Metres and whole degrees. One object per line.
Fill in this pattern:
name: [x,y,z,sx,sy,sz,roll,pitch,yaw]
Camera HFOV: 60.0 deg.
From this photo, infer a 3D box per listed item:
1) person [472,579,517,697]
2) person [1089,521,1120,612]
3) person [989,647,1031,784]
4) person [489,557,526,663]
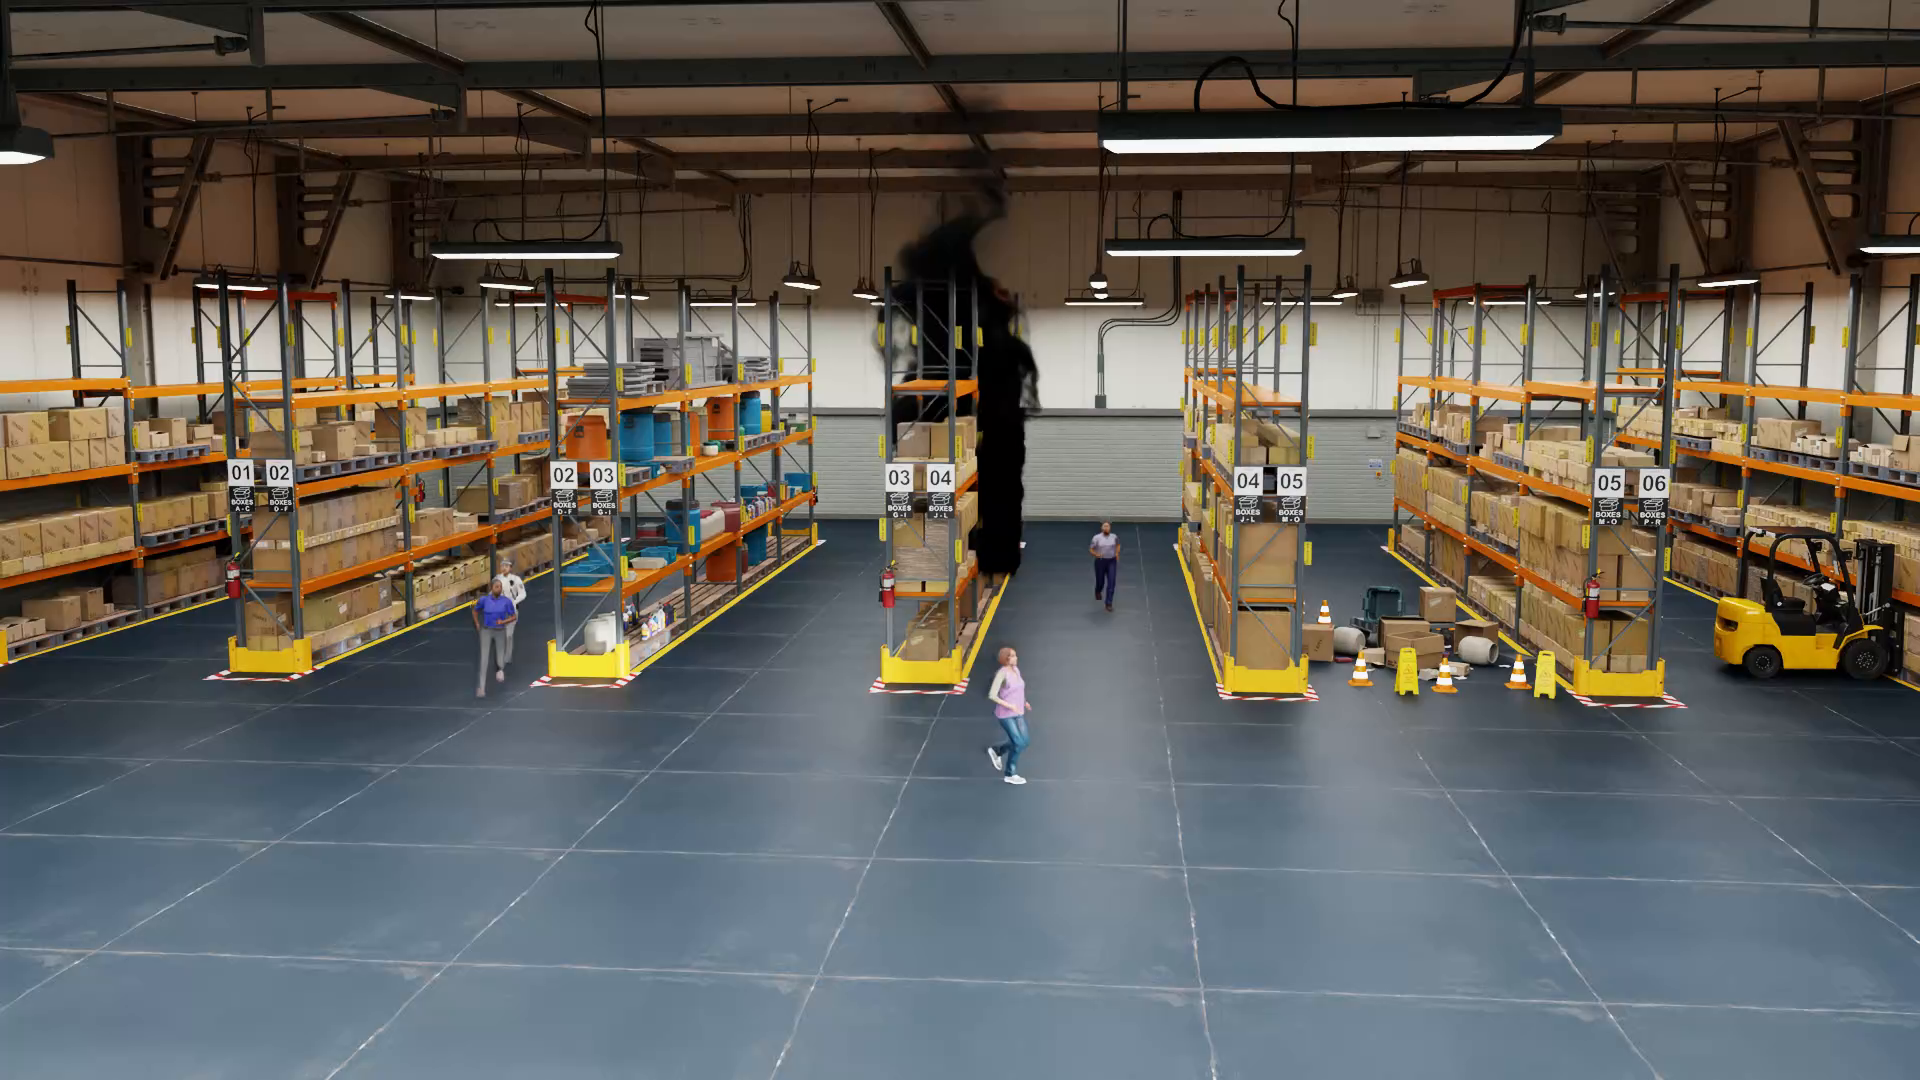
person: [-6.613,1.359,23.648,0.608,1.626,0.799,-2,7,-18]
person: [2.695,0.460,30.787,0.607,1.640,0.849,-1,7,-6]
person: [0.525,1.966,18.739,0.566,1.547,0.534,5,8,34]
person: [-6.998,1.074,25.658,0.600,1.650,0.540,0,7,-1]
